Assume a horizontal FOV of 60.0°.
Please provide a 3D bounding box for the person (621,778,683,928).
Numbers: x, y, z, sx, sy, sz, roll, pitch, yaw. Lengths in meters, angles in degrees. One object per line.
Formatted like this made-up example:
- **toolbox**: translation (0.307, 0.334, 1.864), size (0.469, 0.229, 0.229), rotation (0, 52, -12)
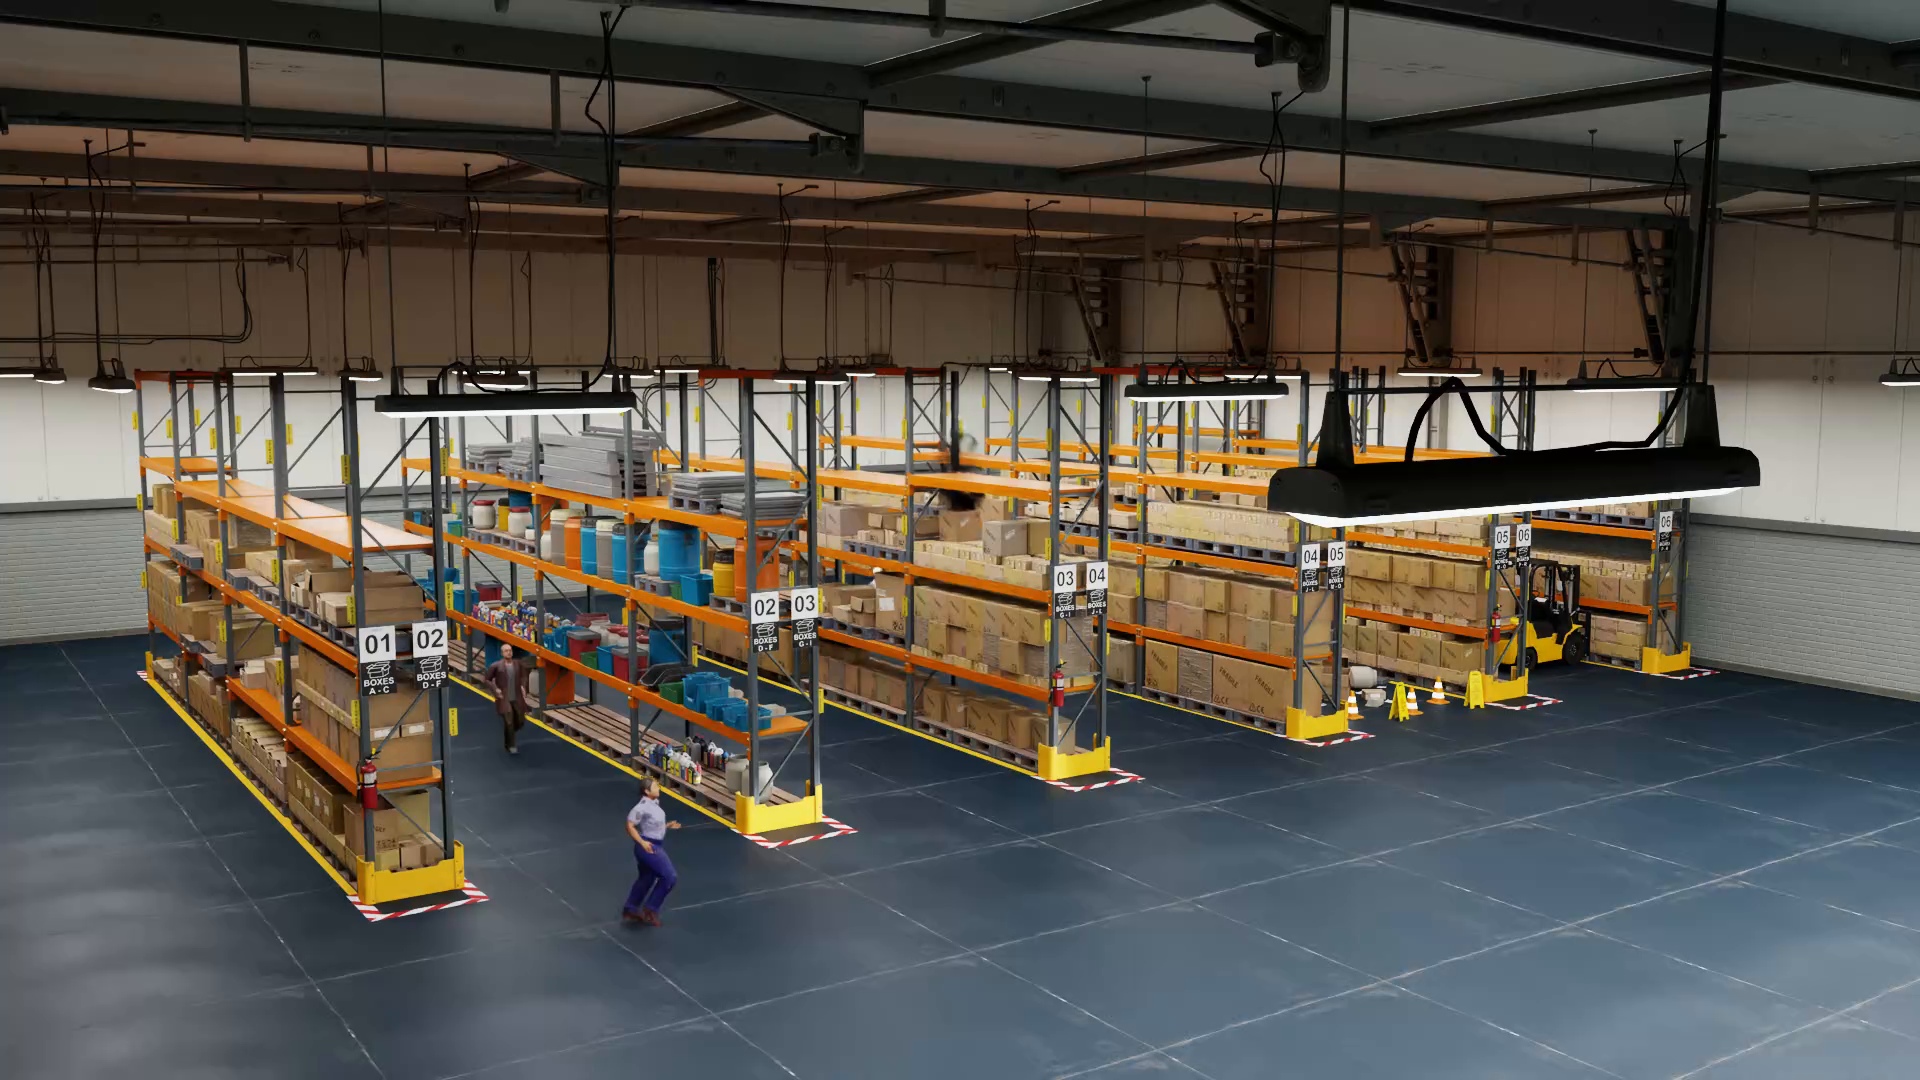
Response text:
- **person**: translation (-3.422, 3.456, 18.430), size (0.689, 1.665, 0.578), rotation (-1, 6, -7)

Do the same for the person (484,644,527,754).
- **person**: translation (-7.167, 2.502, 26.341), size (0.708, 1.723, 0.669), rotation (-5, 8, -35)

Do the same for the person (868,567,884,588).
- **person**: translation (-1.688, 1.418, 35.760), size (0.675, 1.726, 0.808), rotation (-3, 7, -27)
